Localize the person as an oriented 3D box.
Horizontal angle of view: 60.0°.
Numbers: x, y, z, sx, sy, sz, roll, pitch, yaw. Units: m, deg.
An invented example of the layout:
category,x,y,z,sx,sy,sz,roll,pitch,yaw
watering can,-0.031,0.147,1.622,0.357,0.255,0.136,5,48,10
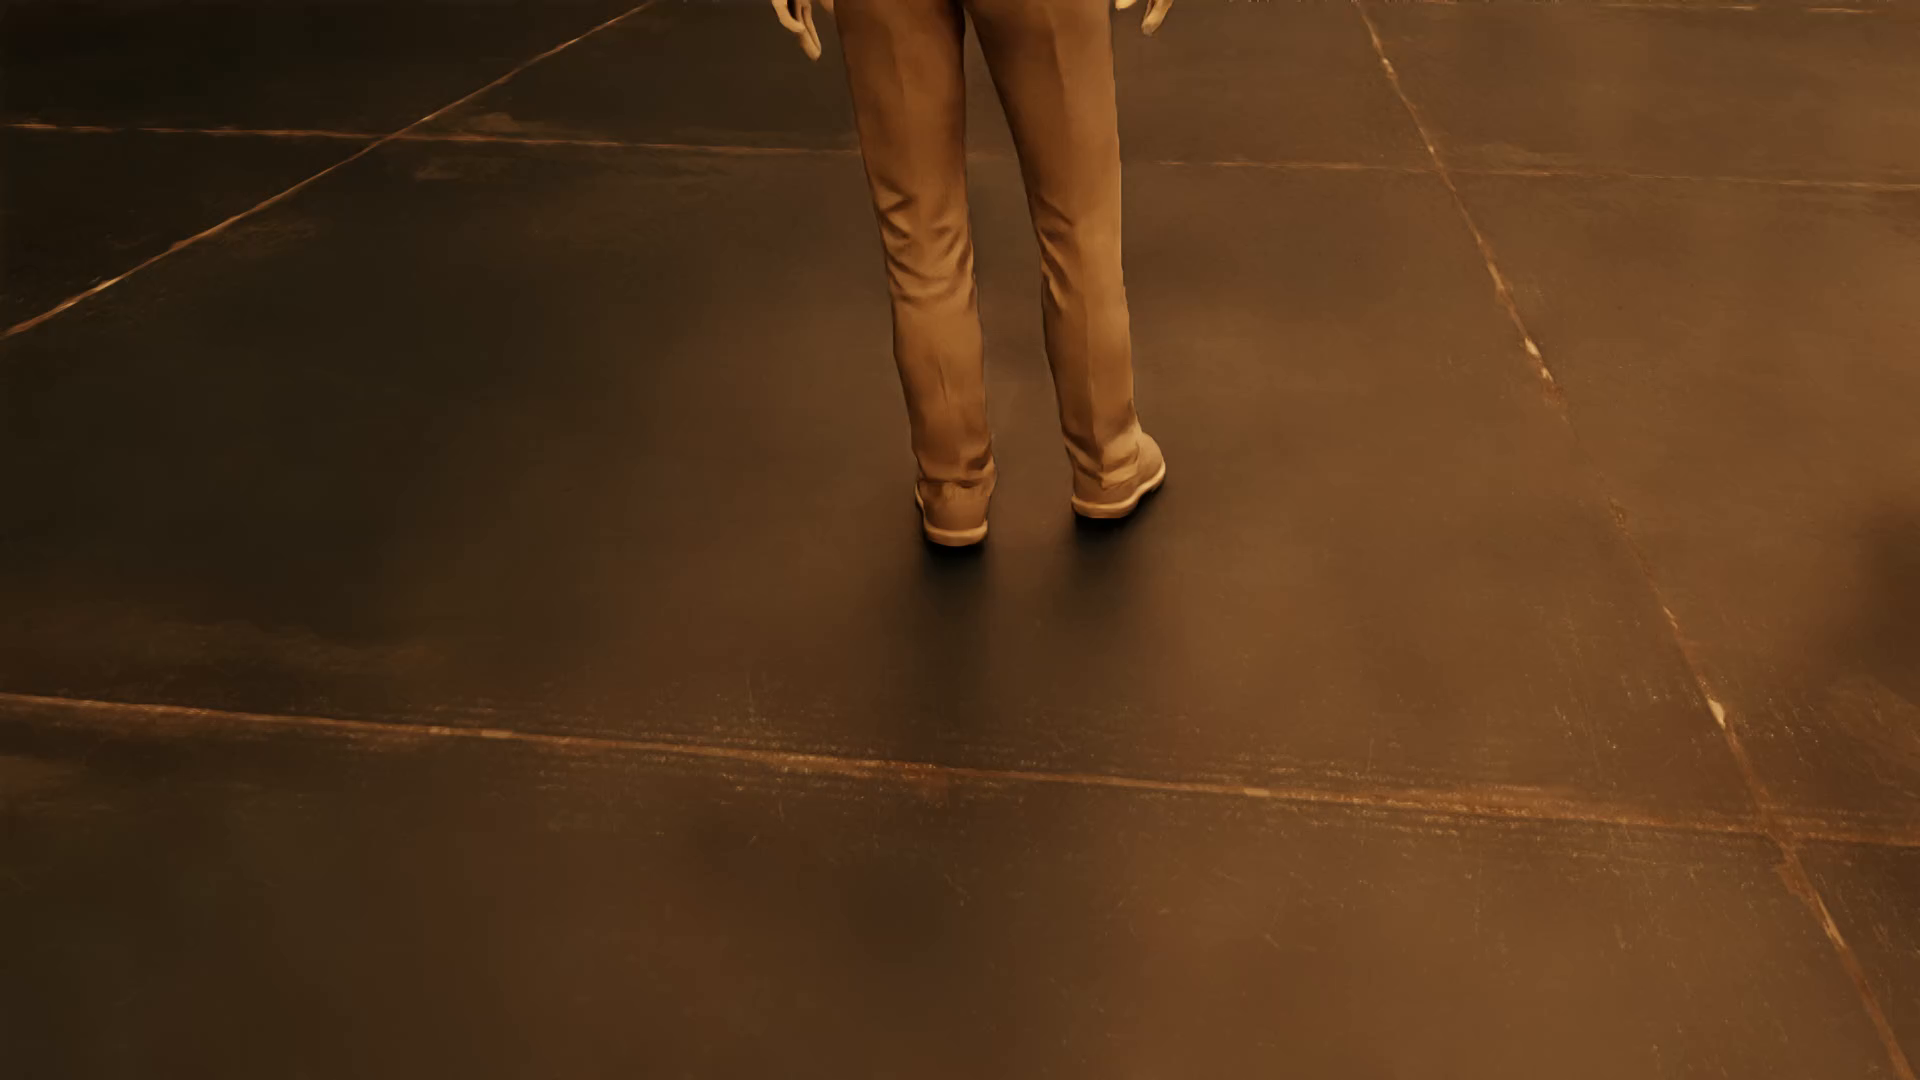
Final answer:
category,x,y,z,sx,sy,sz,roll,pitch,yaw
person,0.016,-0.795,2.177,0.586,1.695,0.532,3,27,7
